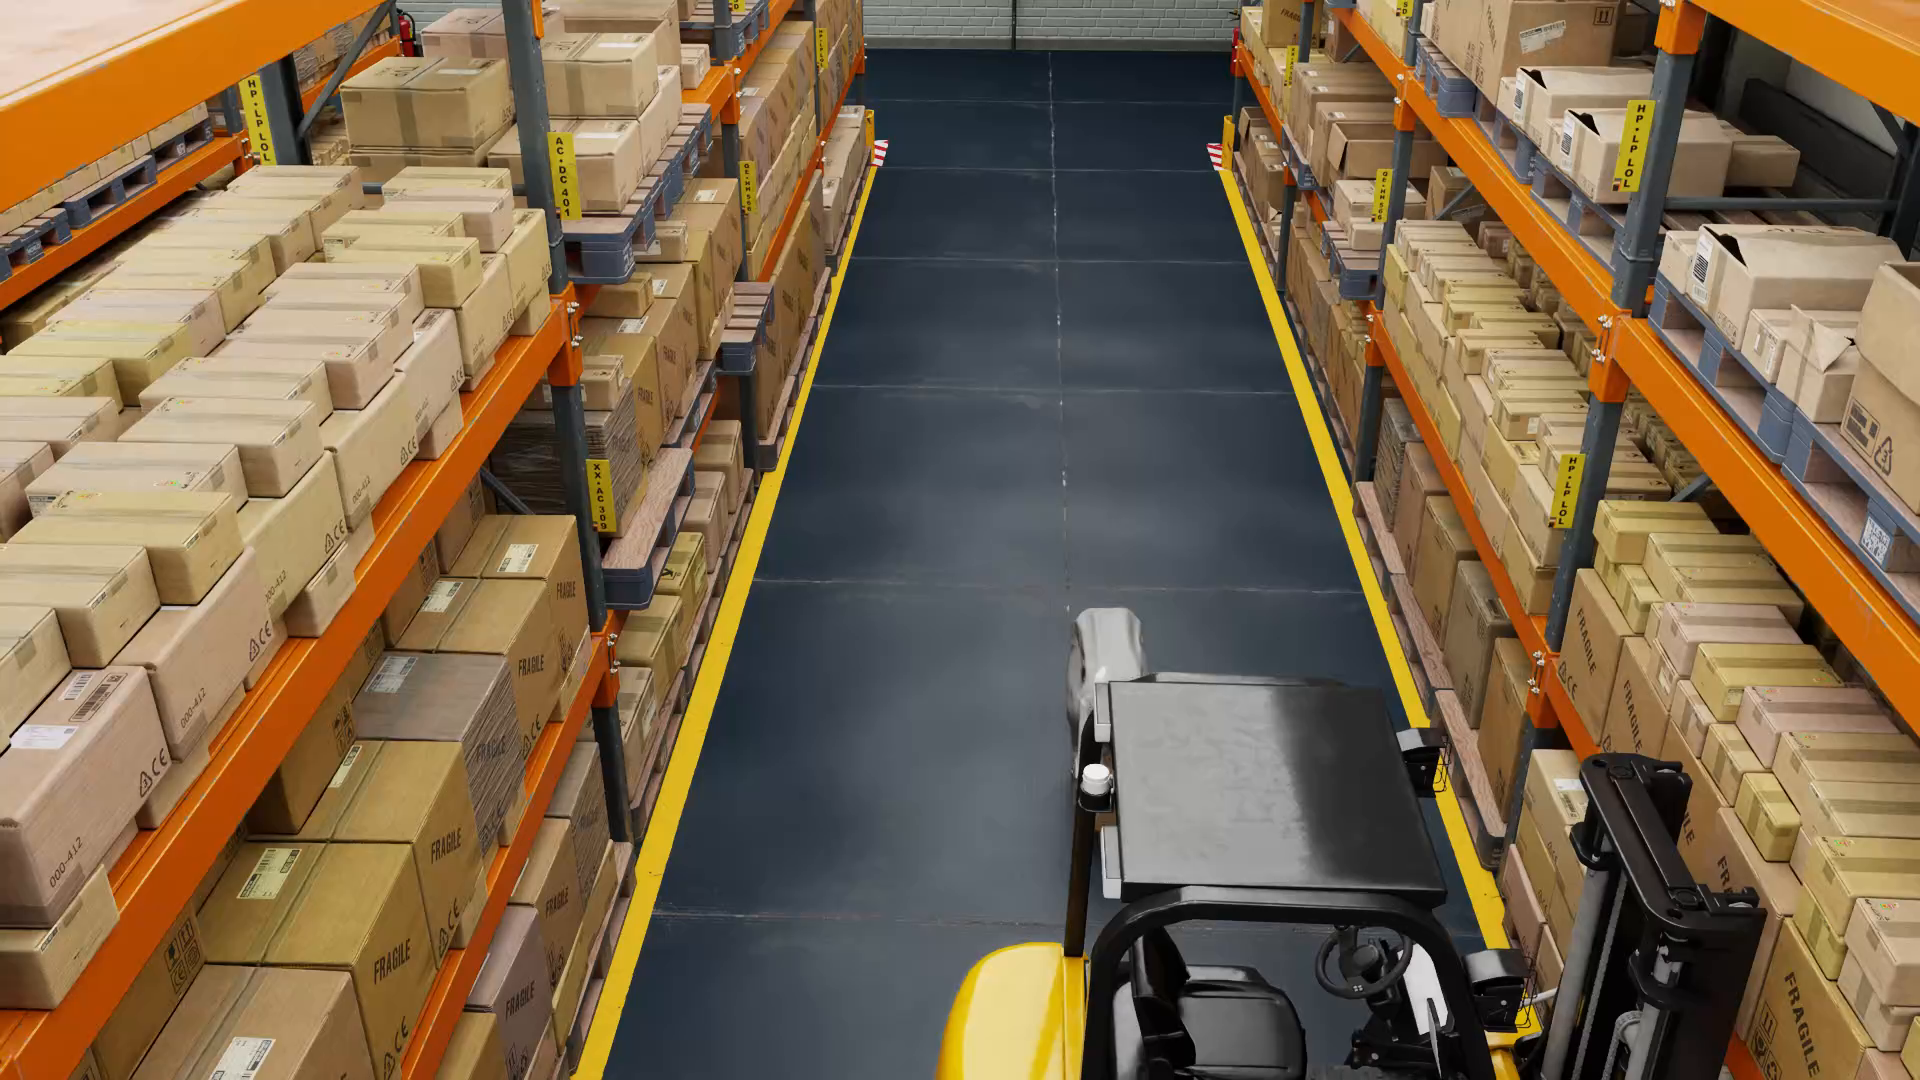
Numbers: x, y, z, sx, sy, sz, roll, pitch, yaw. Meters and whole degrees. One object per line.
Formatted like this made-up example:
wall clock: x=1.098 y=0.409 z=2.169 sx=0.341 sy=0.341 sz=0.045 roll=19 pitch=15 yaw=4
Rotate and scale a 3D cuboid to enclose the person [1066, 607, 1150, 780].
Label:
person: x=0.730 y=0.836 z=8.048 sx=0.422 sy=0.886 sz=0.853 roll=0 pitch=28 yaw=-1
